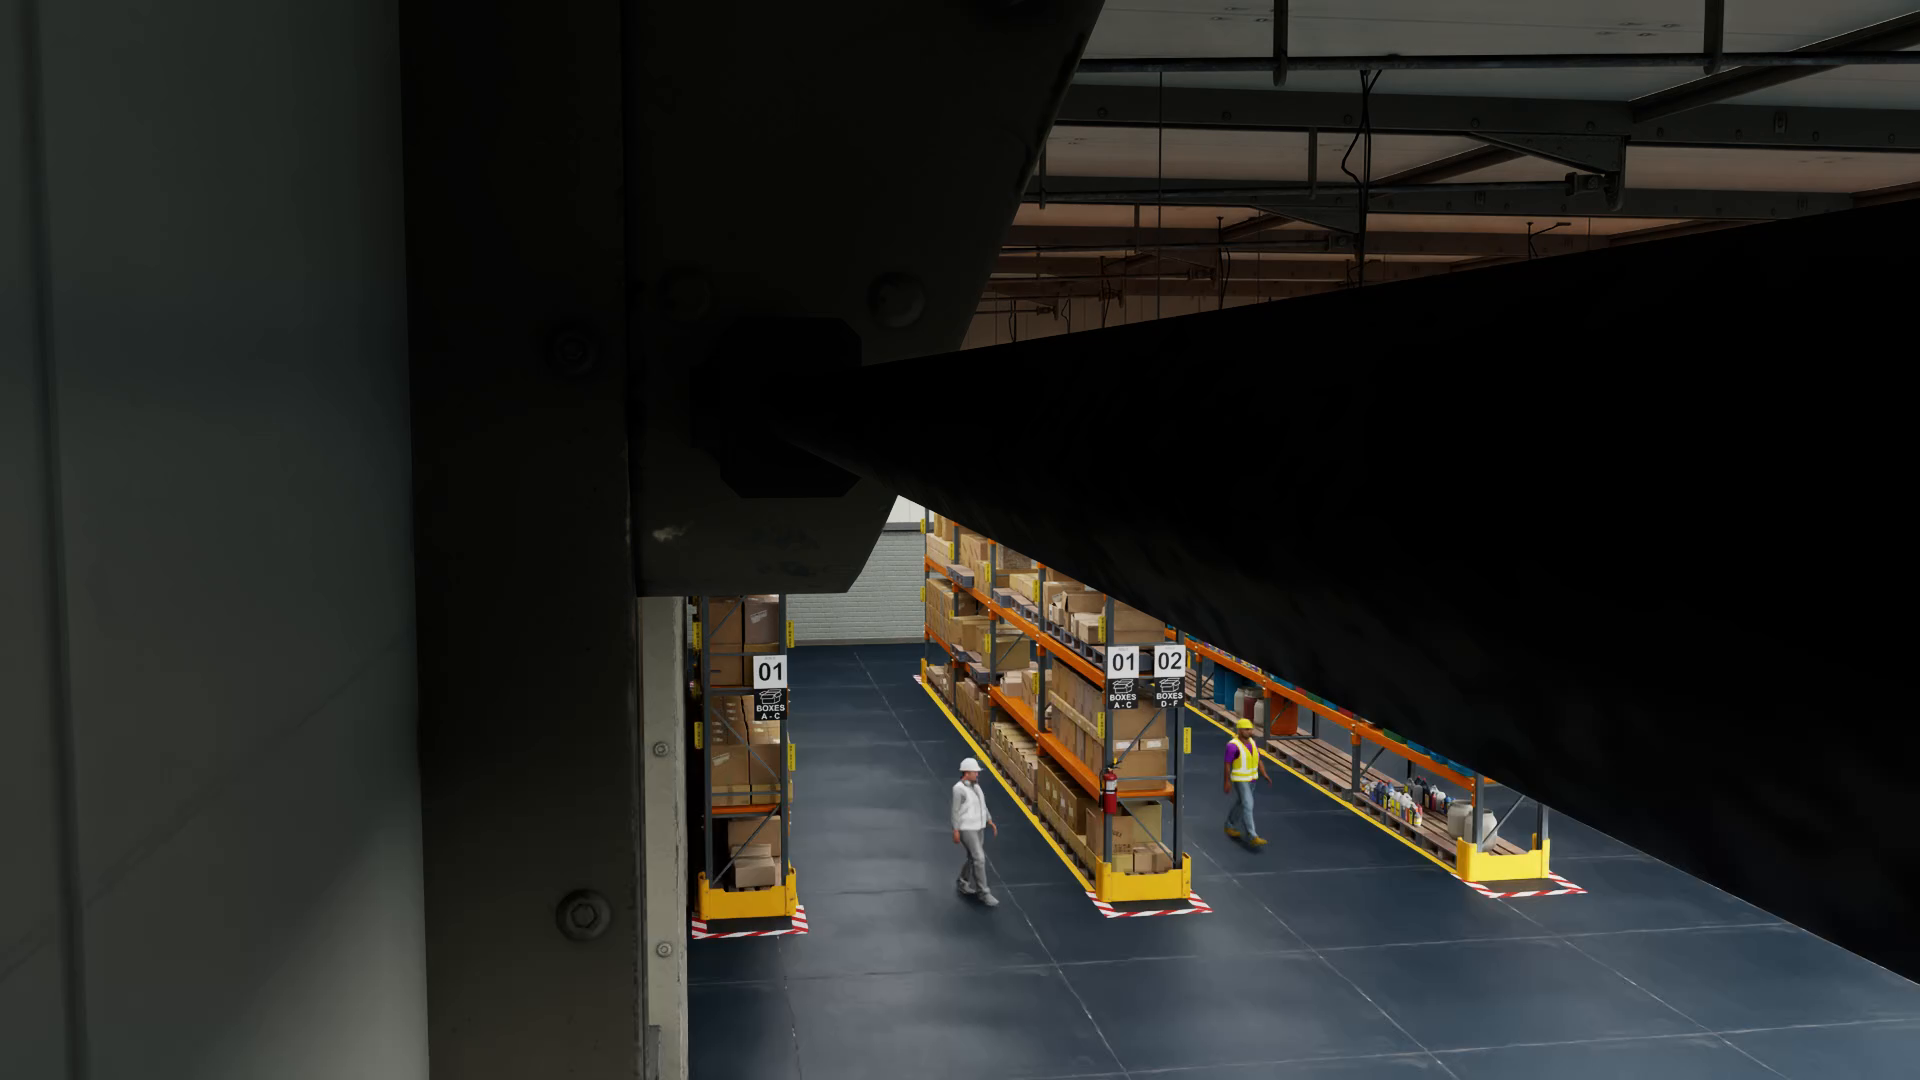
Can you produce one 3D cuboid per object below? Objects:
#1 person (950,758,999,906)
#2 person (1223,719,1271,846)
[{"bbox_3d":[0.236,3.640,20.885,0.782,1.769,0.569,3,6,32],"label":"person"},{"bbox_3d":[4.082,3.387,23.448,0.586,1.721,0.959,-5,7,-44],"label":"person"}]
